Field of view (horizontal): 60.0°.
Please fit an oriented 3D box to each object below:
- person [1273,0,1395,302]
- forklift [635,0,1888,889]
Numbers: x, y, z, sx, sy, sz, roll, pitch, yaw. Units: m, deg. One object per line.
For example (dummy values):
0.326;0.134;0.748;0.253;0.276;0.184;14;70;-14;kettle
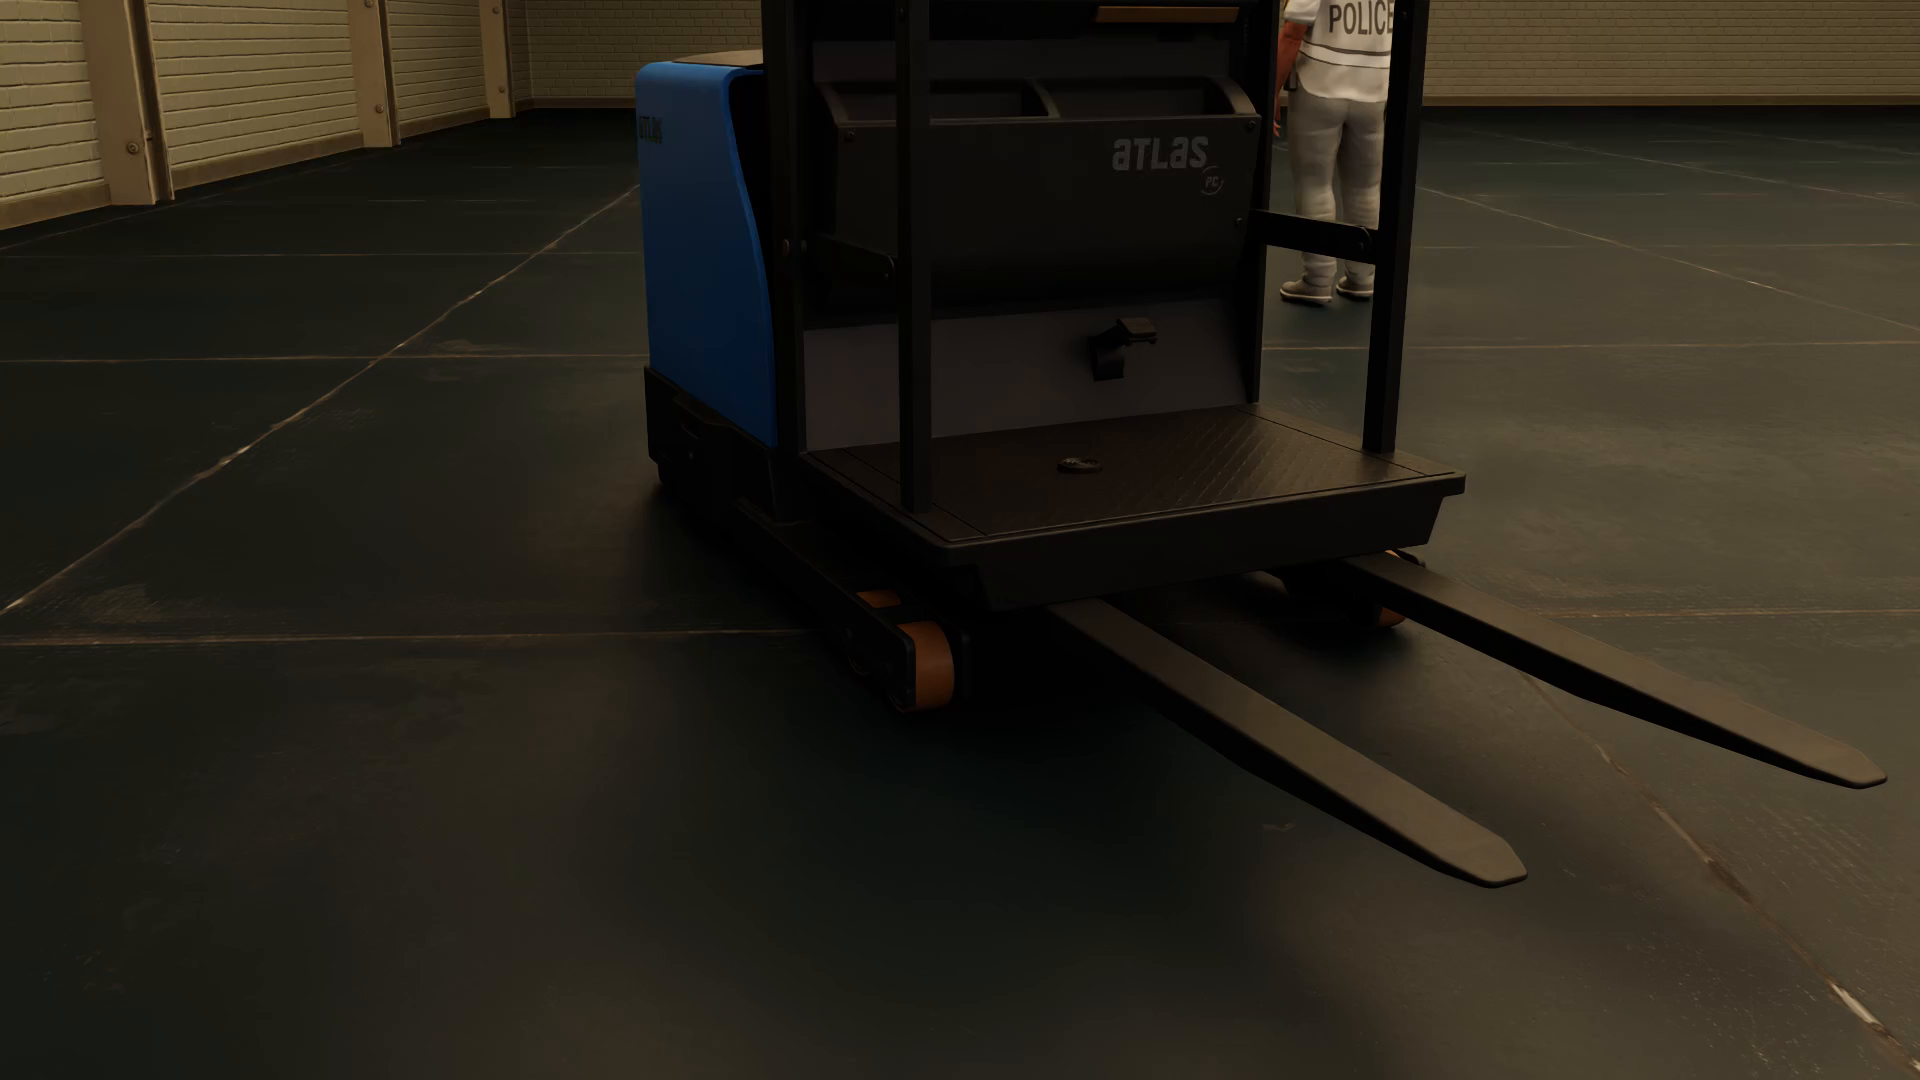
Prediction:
1.583;-1.911;7.097;0.640;1.779;0.576;-4;17;-12;person
0.258;-1.240;2.962;1.130;2.935;3.031;-8;19;-24;forklift
